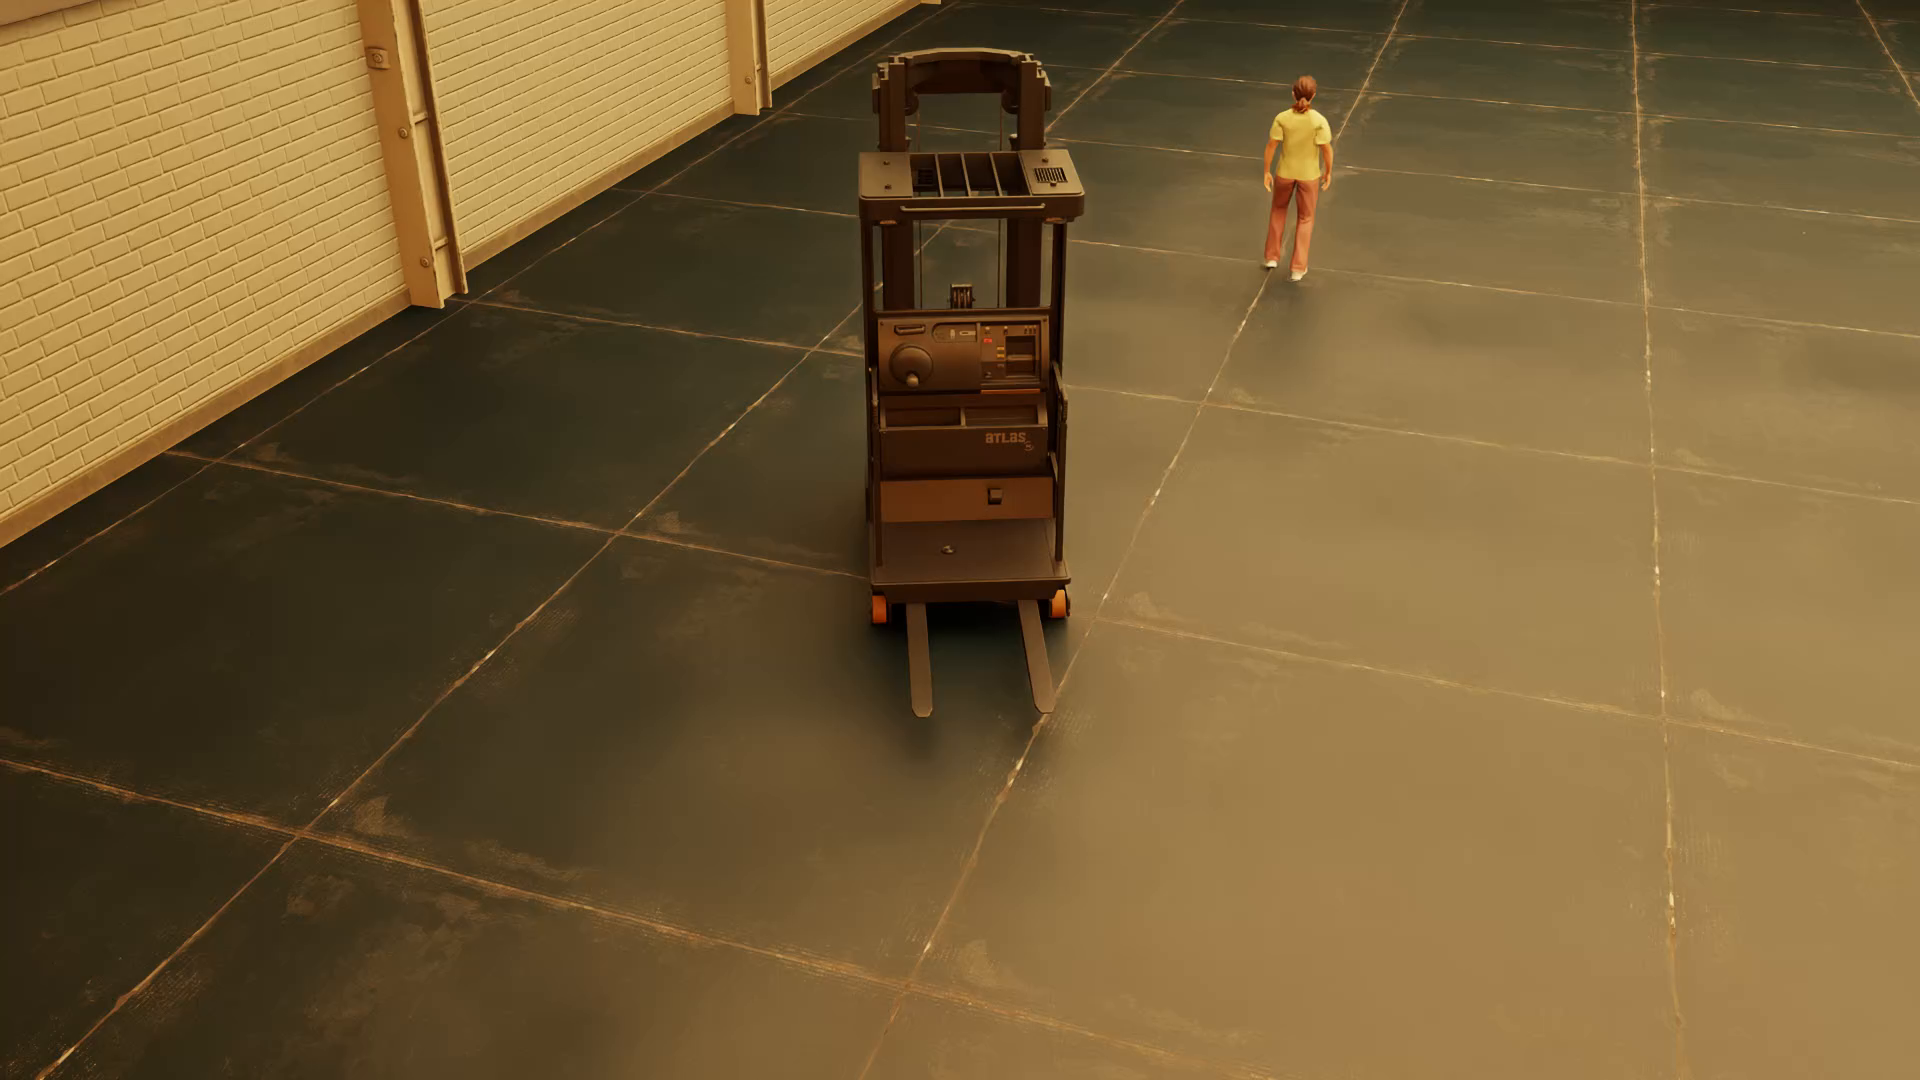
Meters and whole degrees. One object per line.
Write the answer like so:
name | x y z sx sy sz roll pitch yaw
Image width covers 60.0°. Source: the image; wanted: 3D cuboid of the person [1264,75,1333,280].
person | 2.787 -2.986 13.705 0.546 1.702 0.506 10 31 16

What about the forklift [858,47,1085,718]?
forklift | 0.035 -0.972 8.842 1.130 2.935 3.031 -2 30 -3
